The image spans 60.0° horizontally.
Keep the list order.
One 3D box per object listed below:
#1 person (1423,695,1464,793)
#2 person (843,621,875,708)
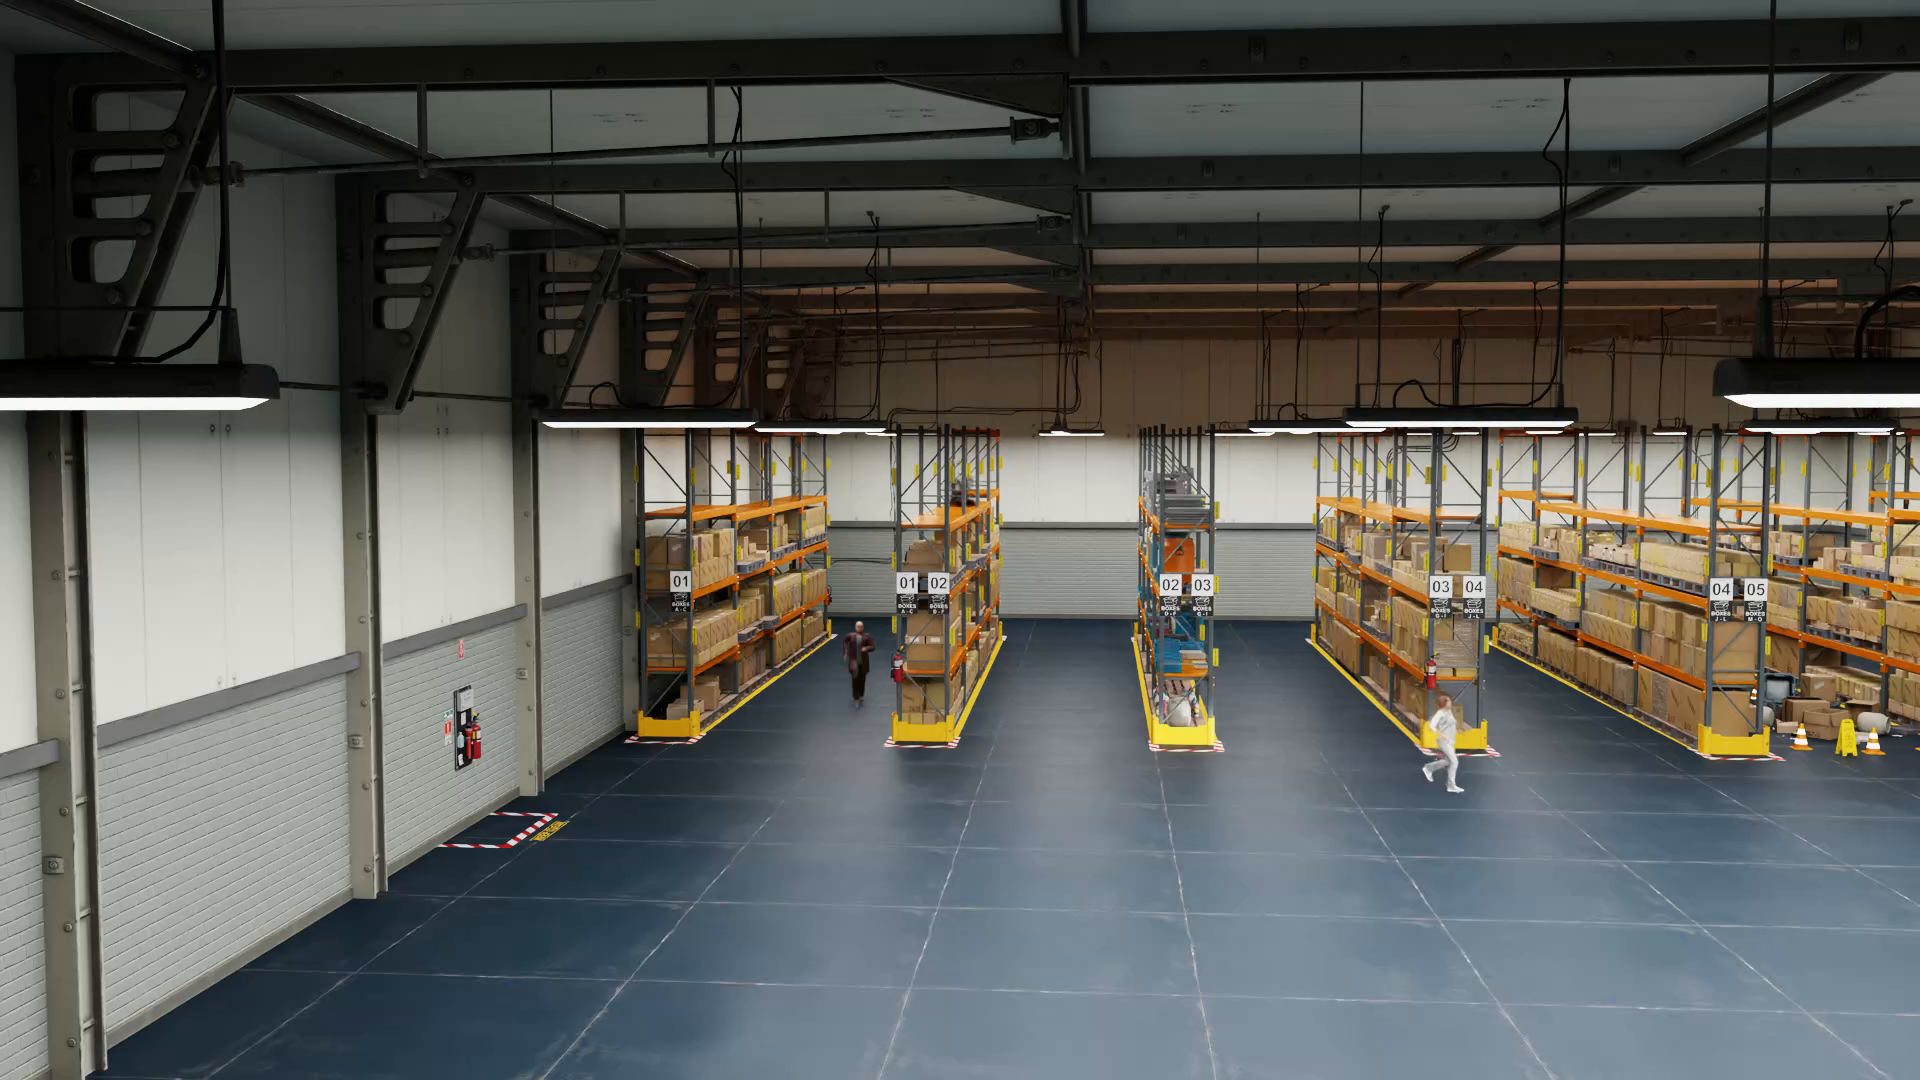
[{"bbox_3d":[7.846,3.296,27.022,0.730,1.554,0.546,3,4,38],"label":"person"},{"bbox_3d":[-2.163,2.658,35.720,0.666,1.847,0.937,-1,4,-8],"label":"person"}]
